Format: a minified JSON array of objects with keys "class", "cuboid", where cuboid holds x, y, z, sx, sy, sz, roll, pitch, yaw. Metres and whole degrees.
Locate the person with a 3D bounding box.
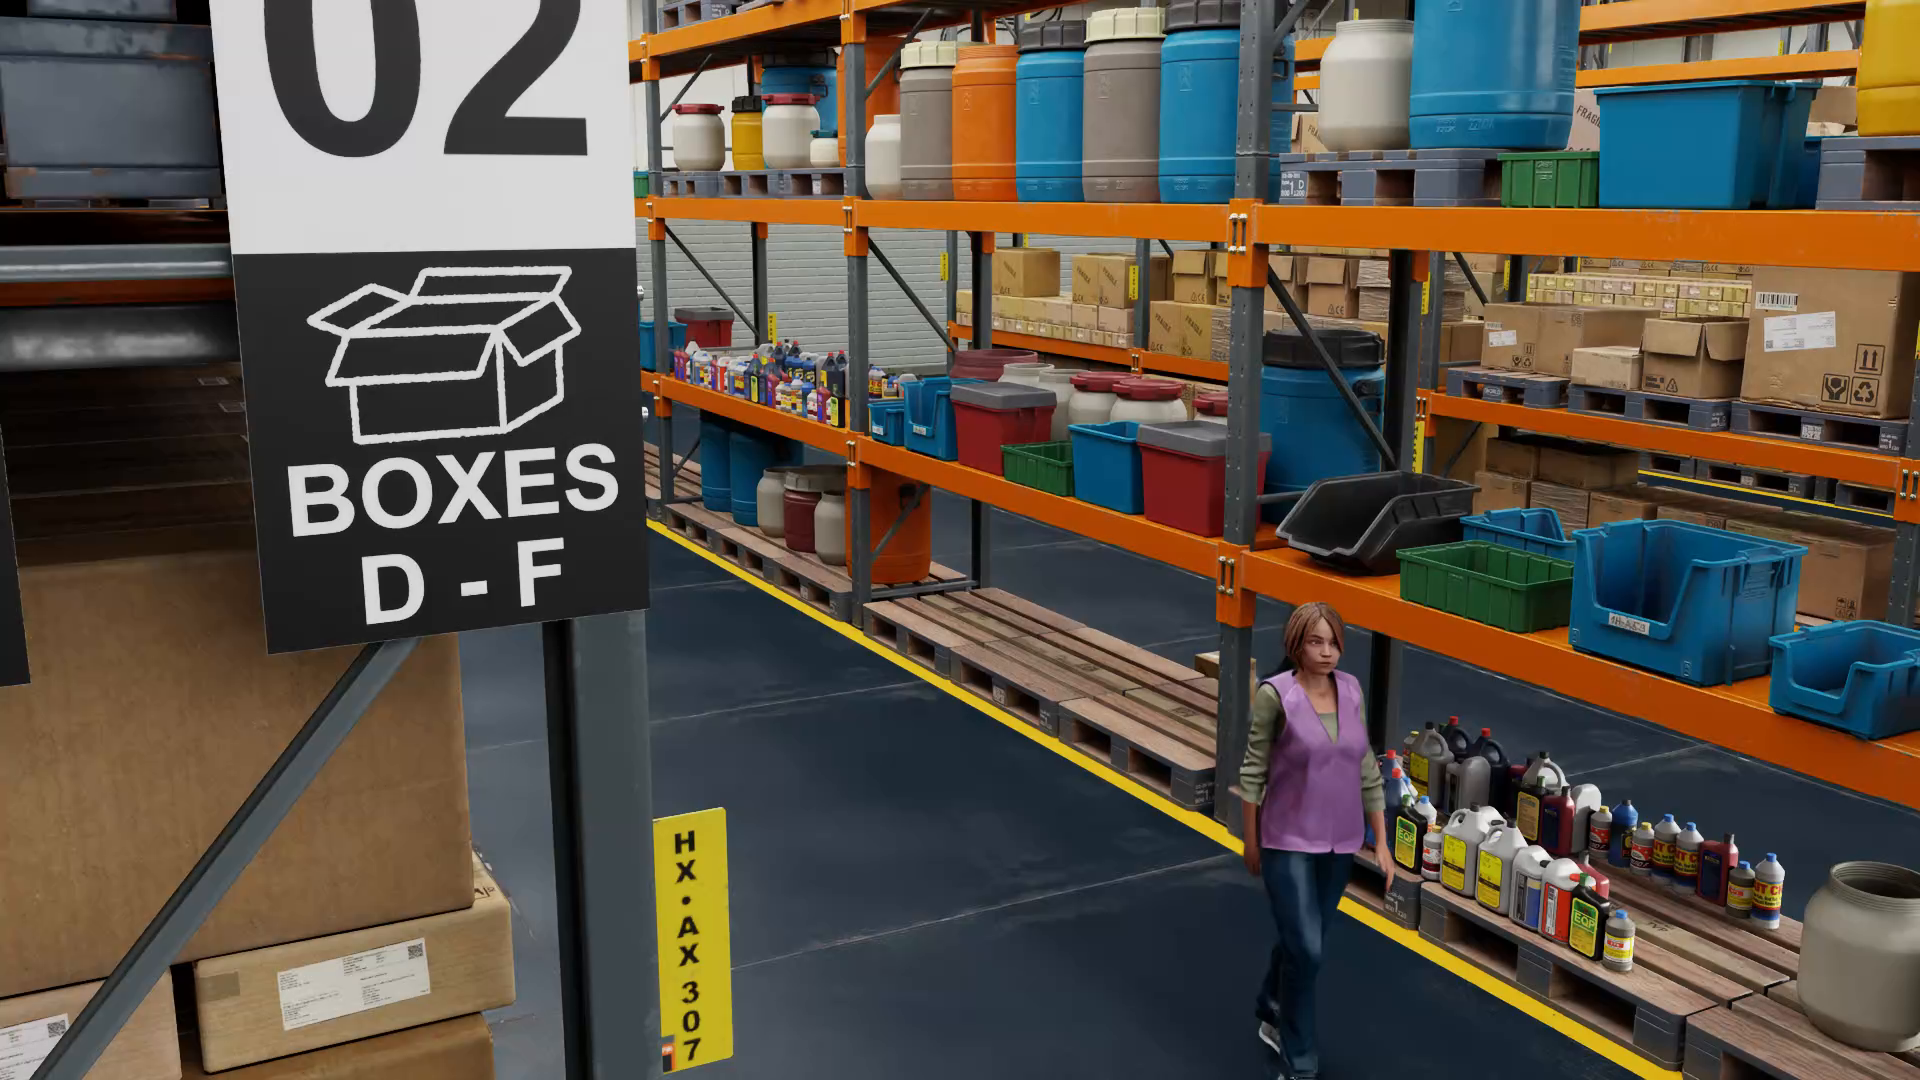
[{"class":"person","cuboid":[1.146,1.012,5.248,0.415,1.634,0.660,-5,13,-21]}]
